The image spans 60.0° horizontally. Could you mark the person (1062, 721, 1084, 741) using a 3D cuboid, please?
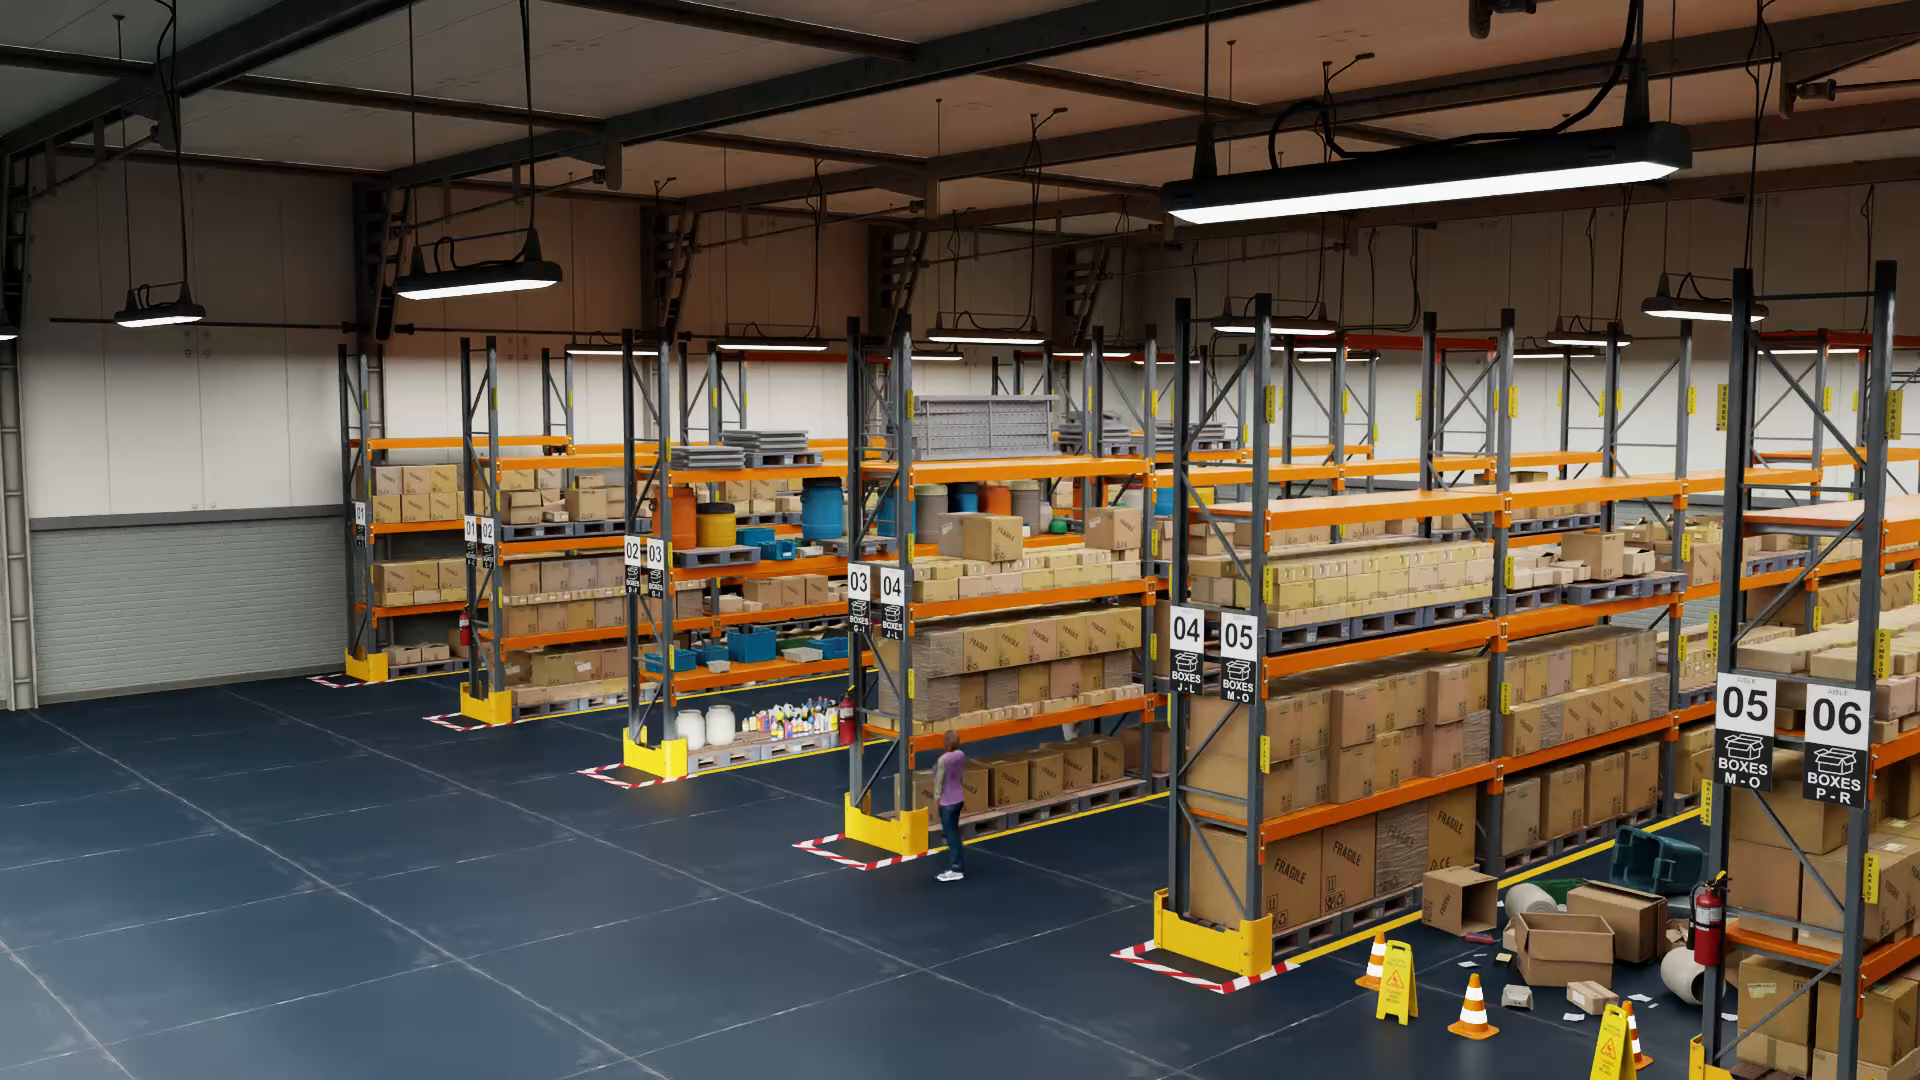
[{"bbox_3d":[1.570,2.247,22.997,0.415,1.575,0.535,3,6,31],"label":"person"}]

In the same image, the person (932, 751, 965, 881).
[{"bbox_3d":[-0.113,2.918,17.588,0.356,1.398,0.396,2,5,21],"label":"person"}]
